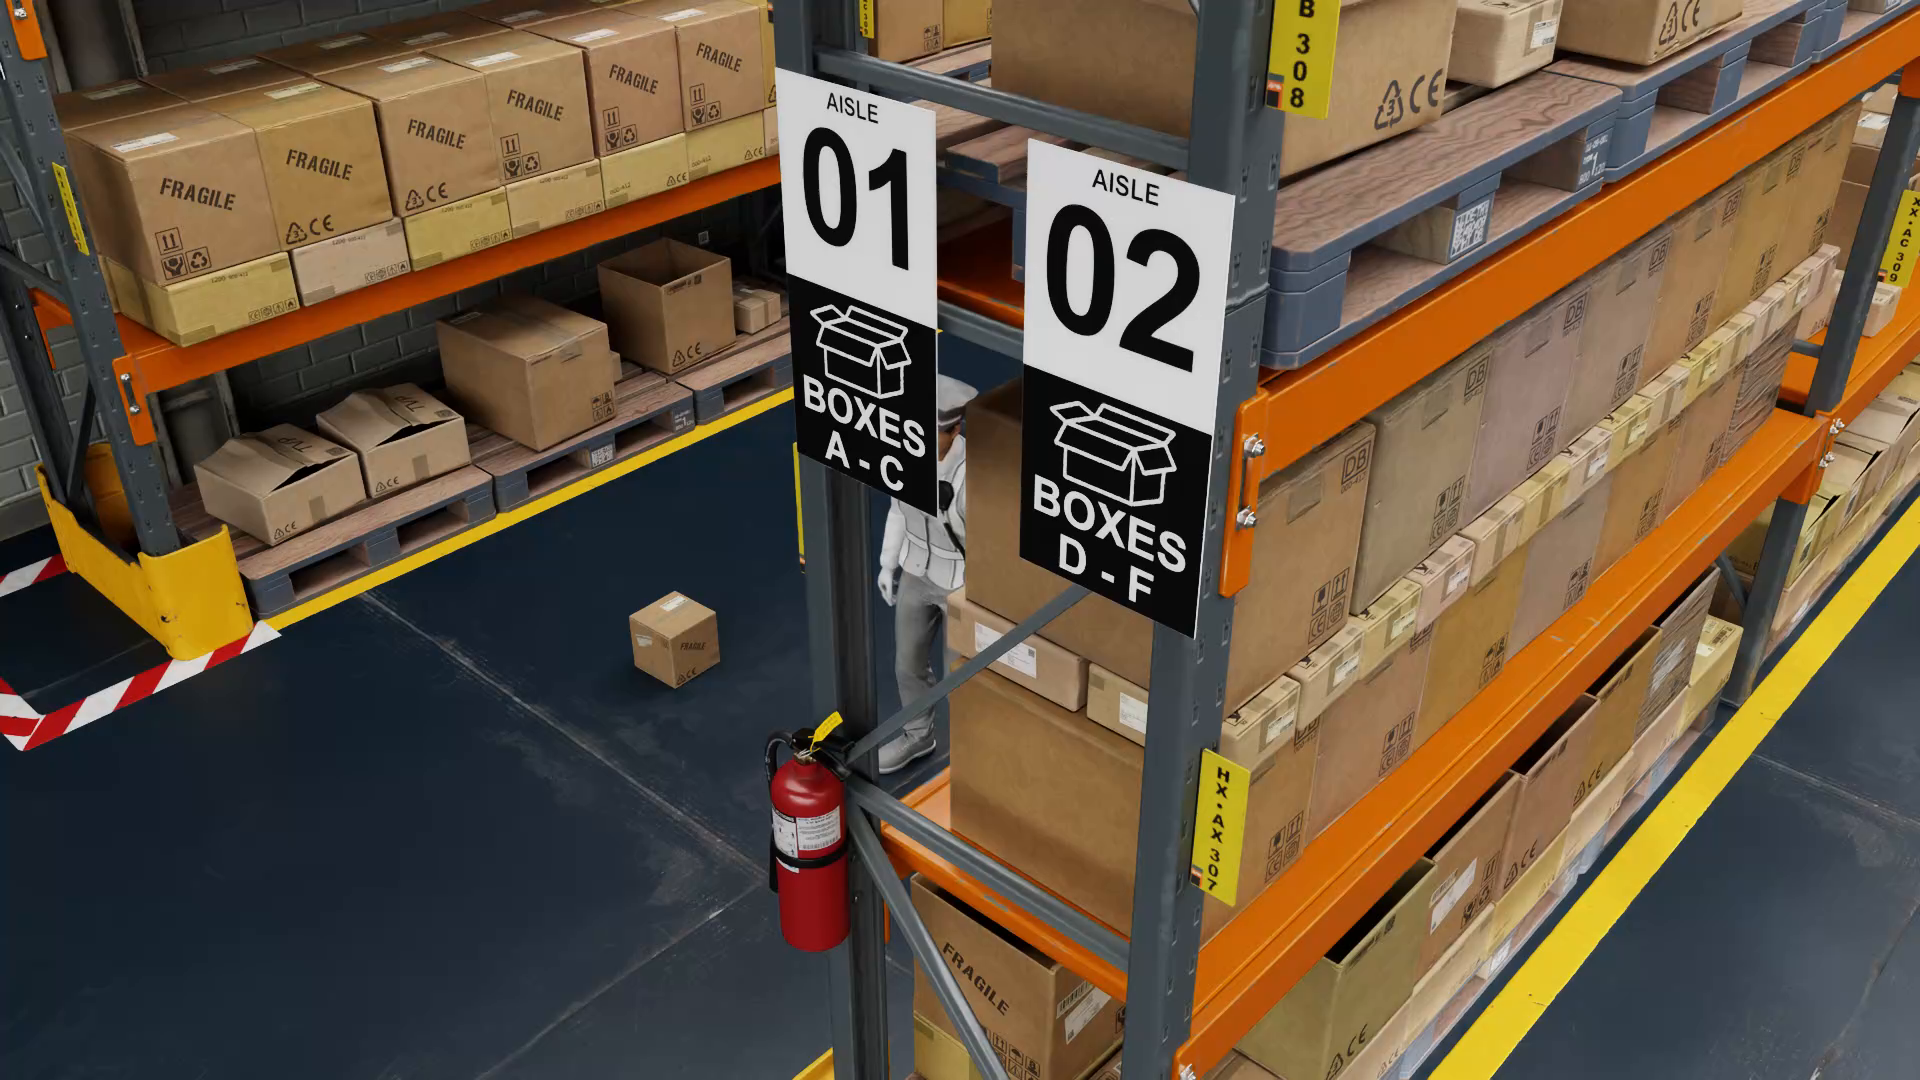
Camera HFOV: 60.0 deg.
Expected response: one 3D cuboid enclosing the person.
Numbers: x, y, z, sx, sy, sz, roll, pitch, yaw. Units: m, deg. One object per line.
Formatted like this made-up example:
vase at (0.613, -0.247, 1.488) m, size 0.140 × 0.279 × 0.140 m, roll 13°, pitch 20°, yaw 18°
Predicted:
person at (-0.061, 0.175, 5.851) m, size 0.532 × 1.657 × 0.375 m, roll 23°, pitch 38°, yaw 32°
